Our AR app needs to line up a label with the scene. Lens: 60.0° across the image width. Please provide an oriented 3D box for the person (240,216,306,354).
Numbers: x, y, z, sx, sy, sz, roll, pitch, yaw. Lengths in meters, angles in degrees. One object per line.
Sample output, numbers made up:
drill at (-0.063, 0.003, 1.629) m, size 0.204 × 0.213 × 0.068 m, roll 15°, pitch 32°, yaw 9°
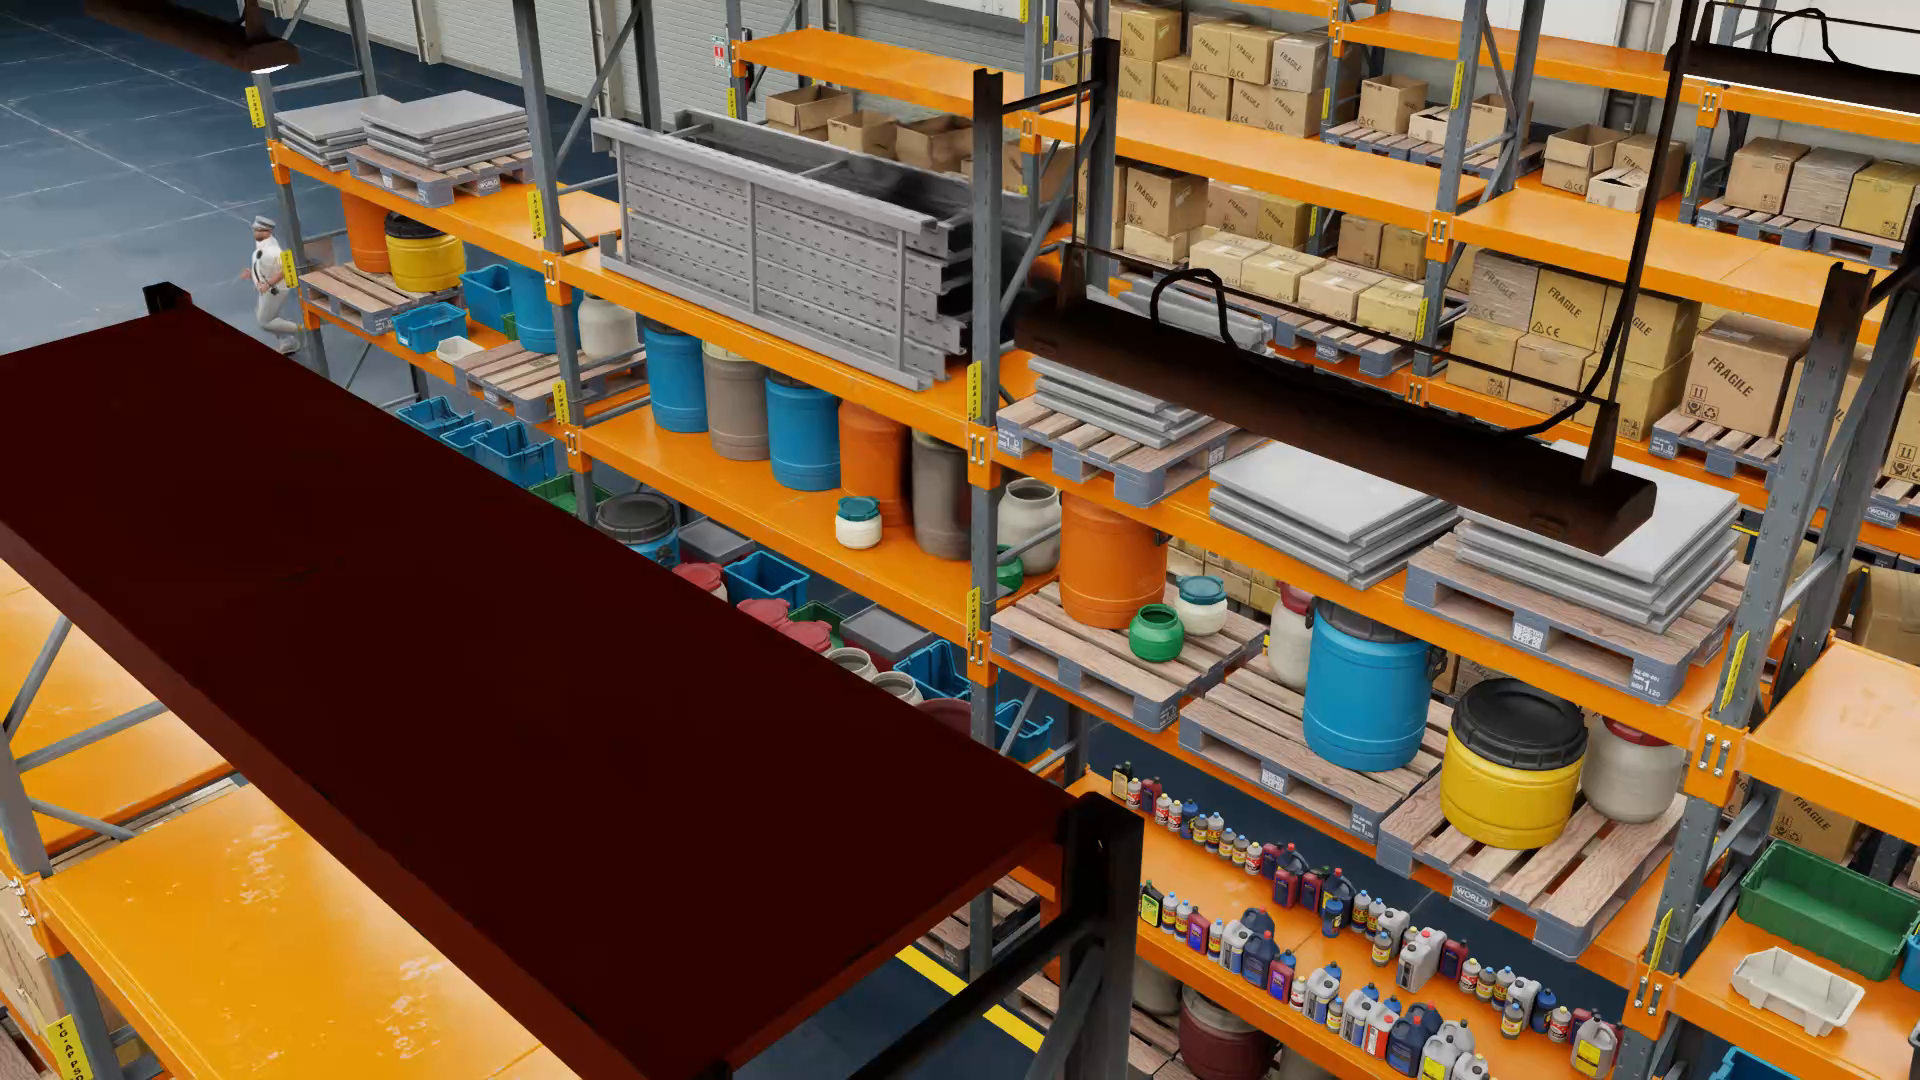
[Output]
person at (-8.219, -3.027, 19.843) m, size 0.621 × 1.733 × 0.658 m, roll -14°, pitch 32°, yaw -23°
